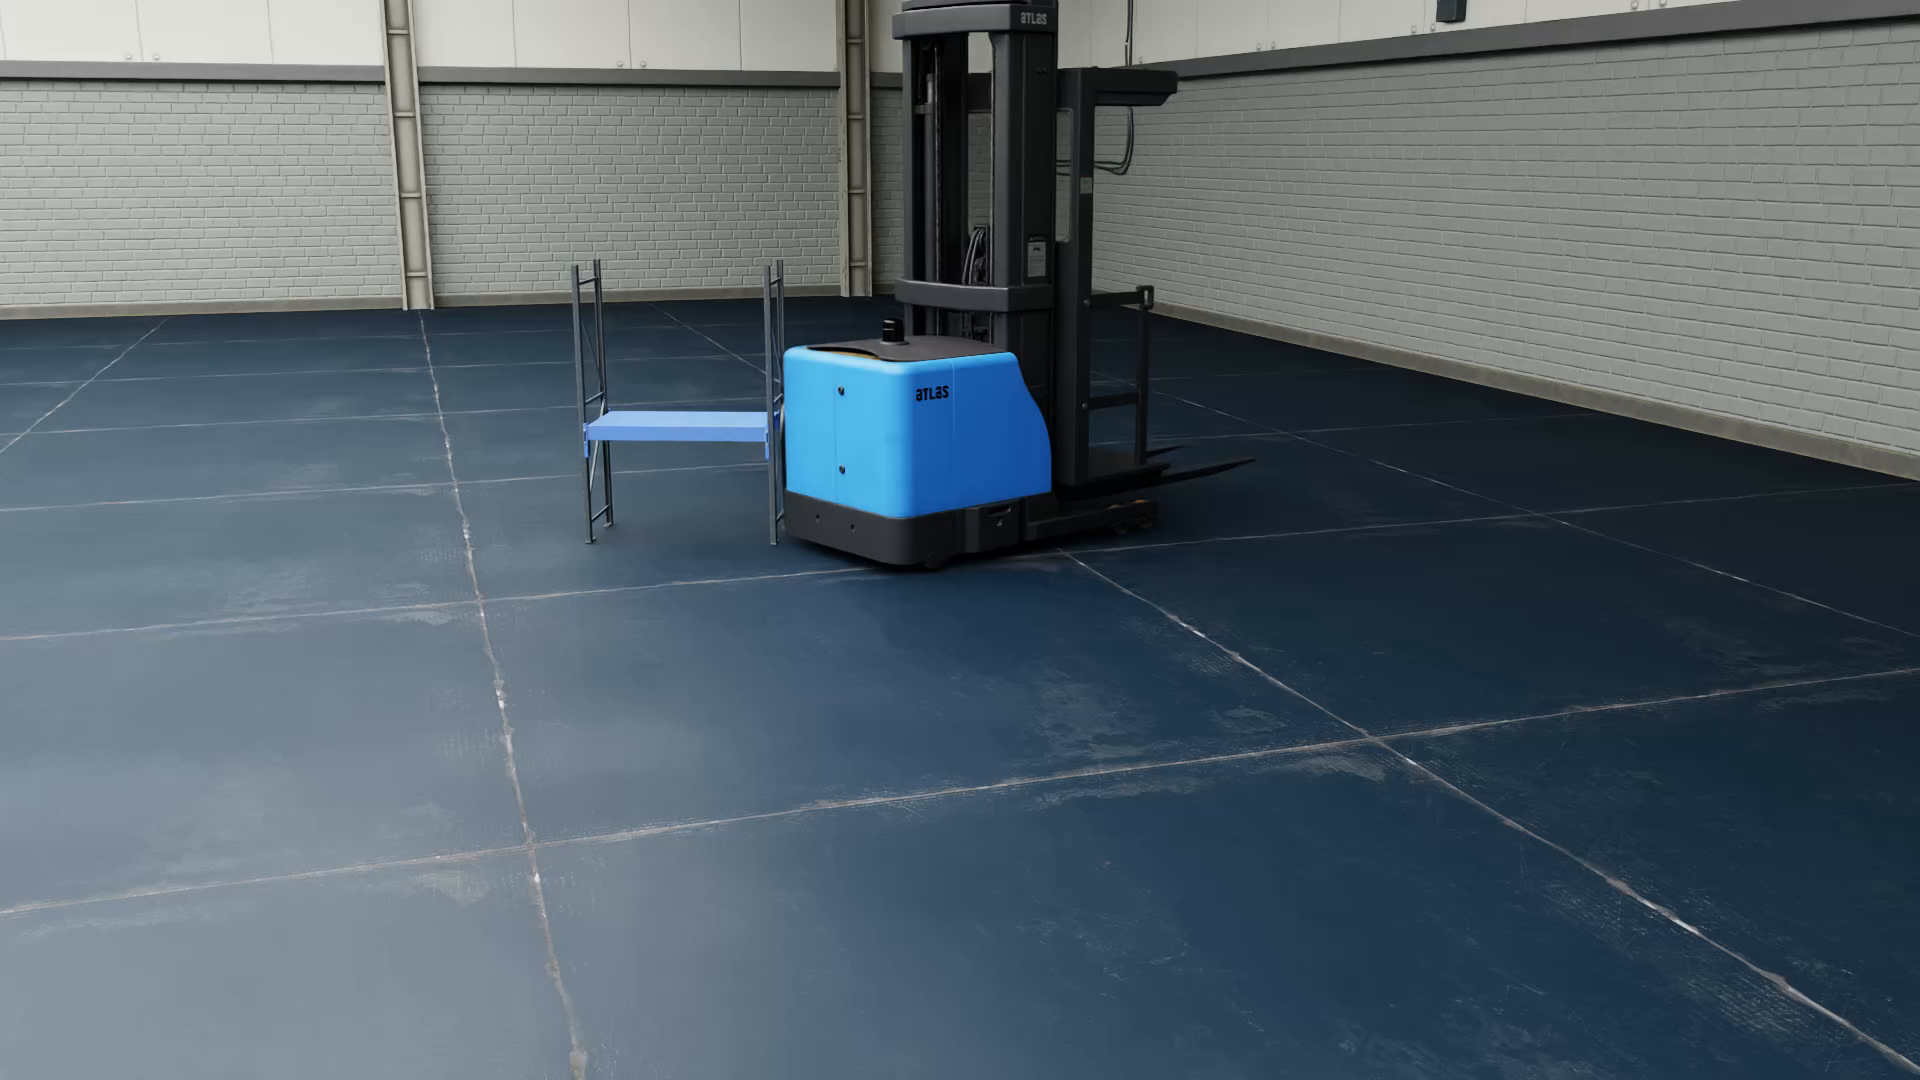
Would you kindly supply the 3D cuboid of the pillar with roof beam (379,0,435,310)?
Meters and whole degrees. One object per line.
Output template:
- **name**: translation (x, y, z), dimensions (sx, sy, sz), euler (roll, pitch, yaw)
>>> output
- **pillar with roof beam**: translation (-5.803, -6.503, 17.037), dimensions (0.400, 9.000, 9.100), euler (-4, 14, -18)

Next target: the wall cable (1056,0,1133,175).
- **wall cable**: translation (1.725, -6.307, 22.922), dimensions (0.112, 2.526, 3.097), euler (-4, 14, -18)

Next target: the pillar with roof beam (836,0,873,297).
- **pillar with roof beam**: translation (-0.116, -6.946, 18.898), dimensions (0.400, 9.000, 9.100), euler (-4, 14, -18)

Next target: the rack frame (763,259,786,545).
- **rack frame**: translation (-1.001, -0.758, 9.090), dimensions (0.032, 1.500, 0.500), euler (1, 13, 2)

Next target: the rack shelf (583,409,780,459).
- **rack shelf**: translation (-1.509, -0.589, 9.154), dimensions (1.000, 0.185, 0.538), euler (1, 13, 2)

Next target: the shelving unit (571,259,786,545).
- **shelving unit**: translation (-1.509, -0.764, 9.112), dimensions (1.048, 1.500, 0.538), euler (1, 13, 2)

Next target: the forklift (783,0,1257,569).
- **forklift**: translation (0.490, -1.542, 9.291), dimensions (3.031, 2.935, 1.130), euler (-12, 18, -40)

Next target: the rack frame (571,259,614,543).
- **rack frame**: translation (-2.017, -0.769, 9.134), dimensions (0.032, 1.500, 0.500), euler (1, 13, 2)

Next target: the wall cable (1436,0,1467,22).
- **wall cable**: translation (4.737, -7.389, 13.411), dimensions (0.169, 6.003, 2.305), euler (-4, 14, -18)
